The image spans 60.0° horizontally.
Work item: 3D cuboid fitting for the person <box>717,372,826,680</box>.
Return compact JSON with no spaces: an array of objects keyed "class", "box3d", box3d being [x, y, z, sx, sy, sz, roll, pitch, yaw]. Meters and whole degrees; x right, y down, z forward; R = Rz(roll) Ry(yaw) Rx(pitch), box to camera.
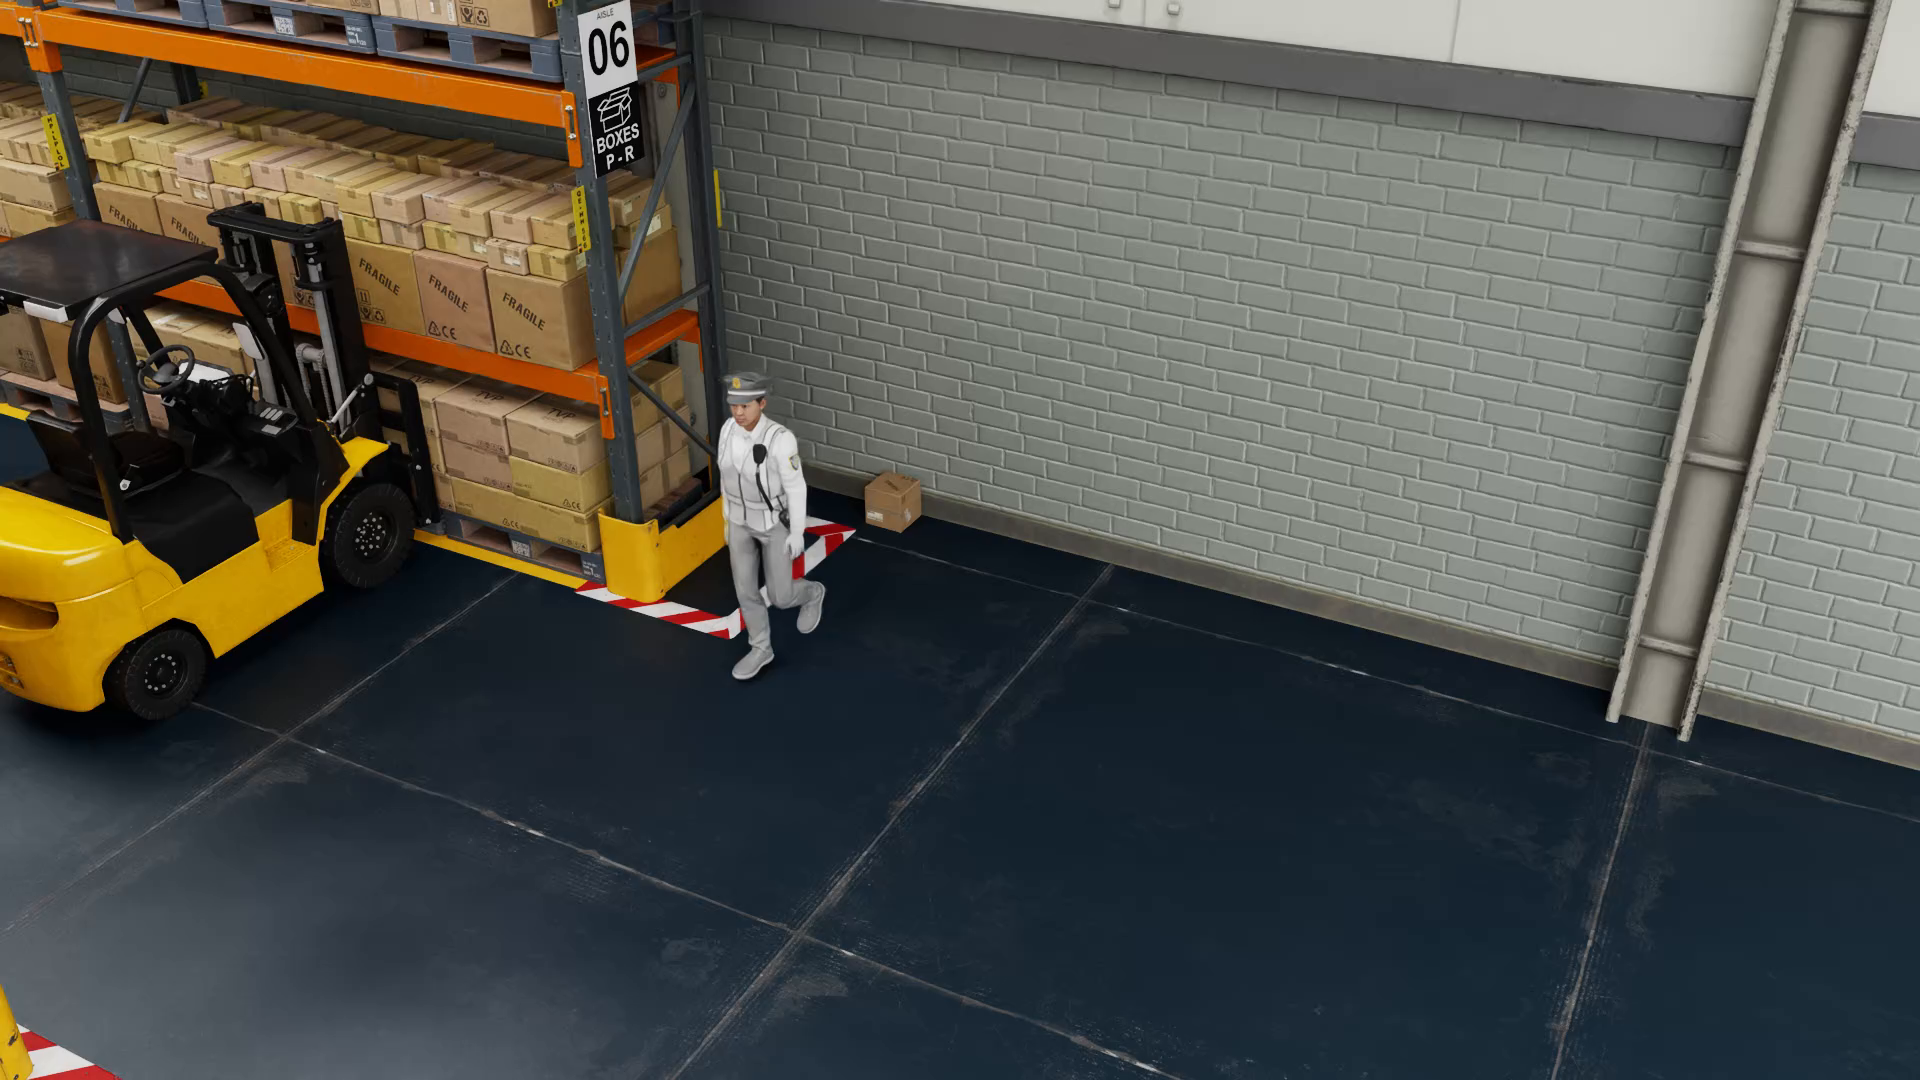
[{"class":"person","box3d":[-0.960,-0.118,8.423,0.493,1.669,0.640,15,33,24]}]
